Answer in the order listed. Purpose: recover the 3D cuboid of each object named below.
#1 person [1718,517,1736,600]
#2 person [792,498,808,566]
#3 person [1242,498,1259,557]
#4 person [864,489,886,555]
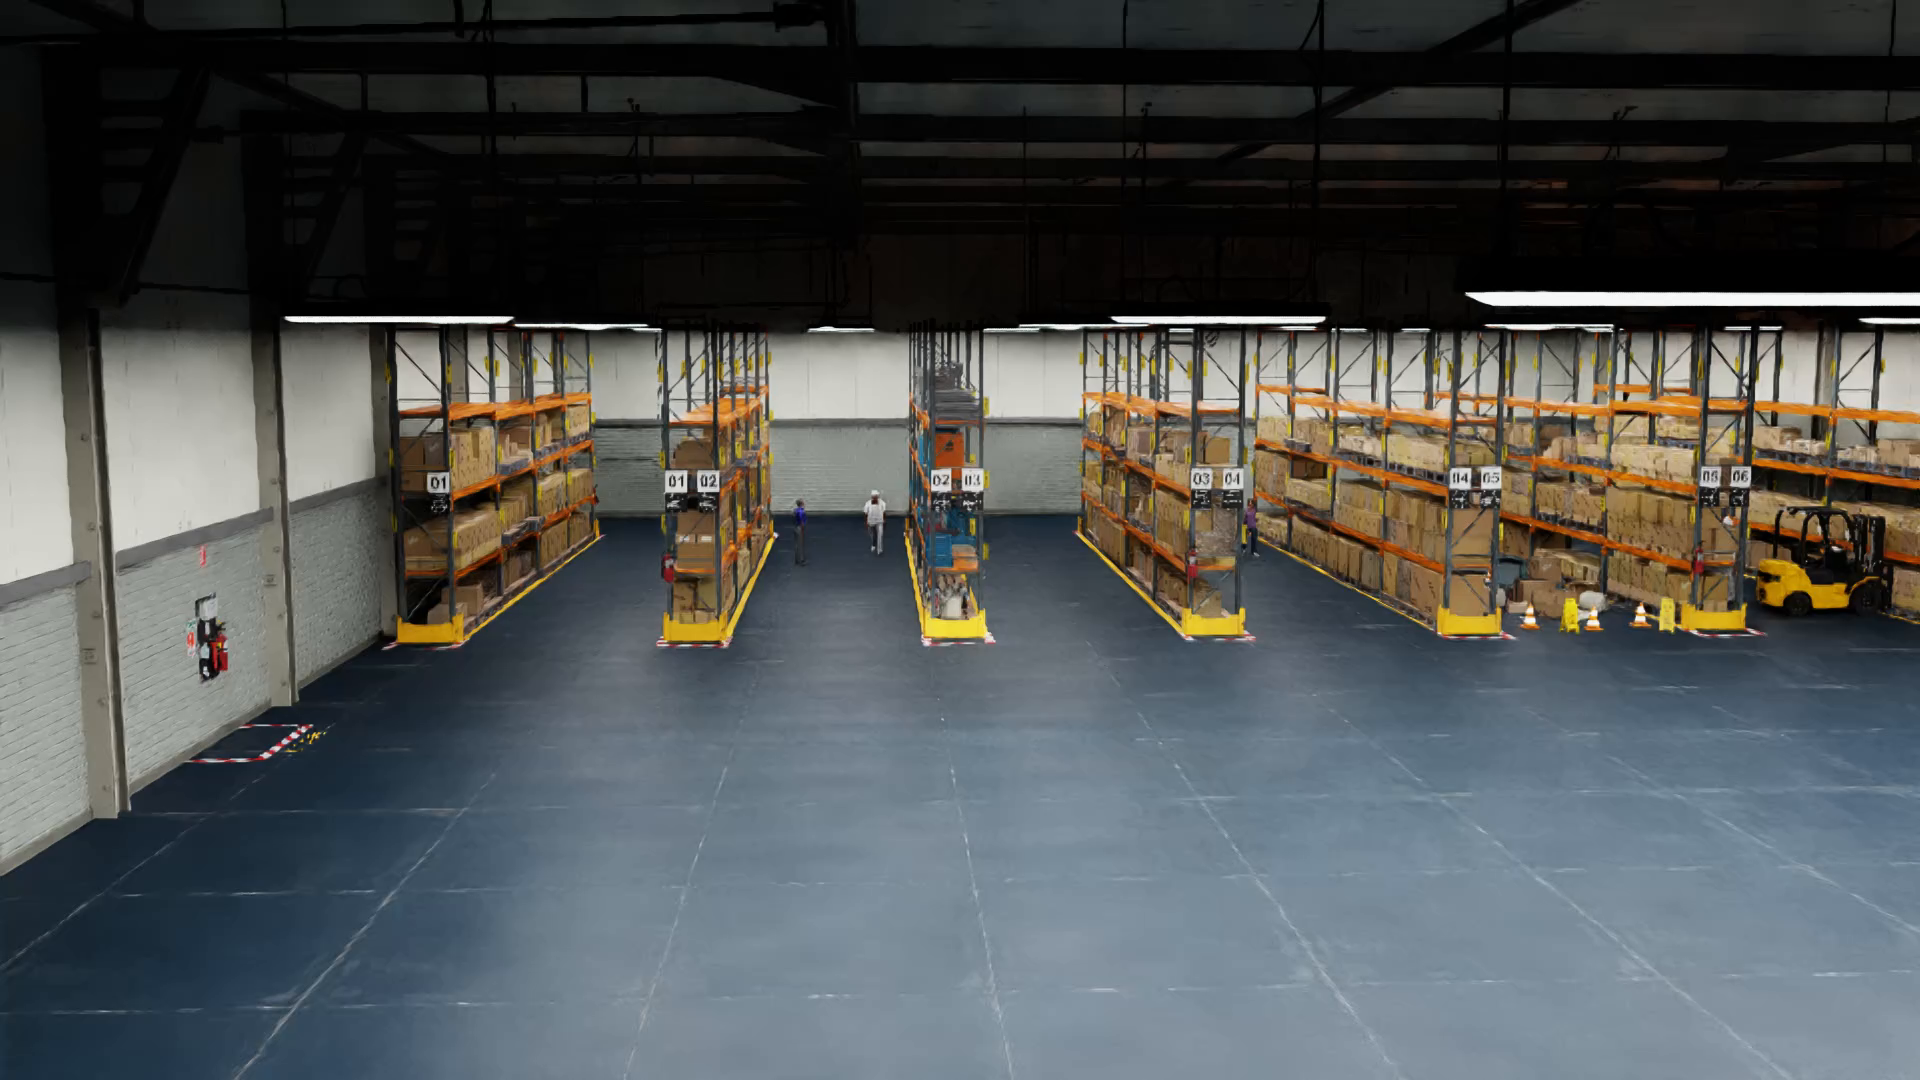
[{"bbox_3d":[16.551,0.383,36.036,0.576,1.768,0.626,4,8,28],"label":"person"},{"bbox_3d":[-3.948,-0.219,41.368,0.441,1.666,0.552,-3,8,-23],"label":"person"},{"bbox_3d":[7.464,-0.346,42.960,0.417,1.517,1.037,0,7,-1],"label":"person"},{"bbox_3d":[-2.217,-0.479,43.338,0.579,1.684,1.107,0,7,0],"label":"person"}]
